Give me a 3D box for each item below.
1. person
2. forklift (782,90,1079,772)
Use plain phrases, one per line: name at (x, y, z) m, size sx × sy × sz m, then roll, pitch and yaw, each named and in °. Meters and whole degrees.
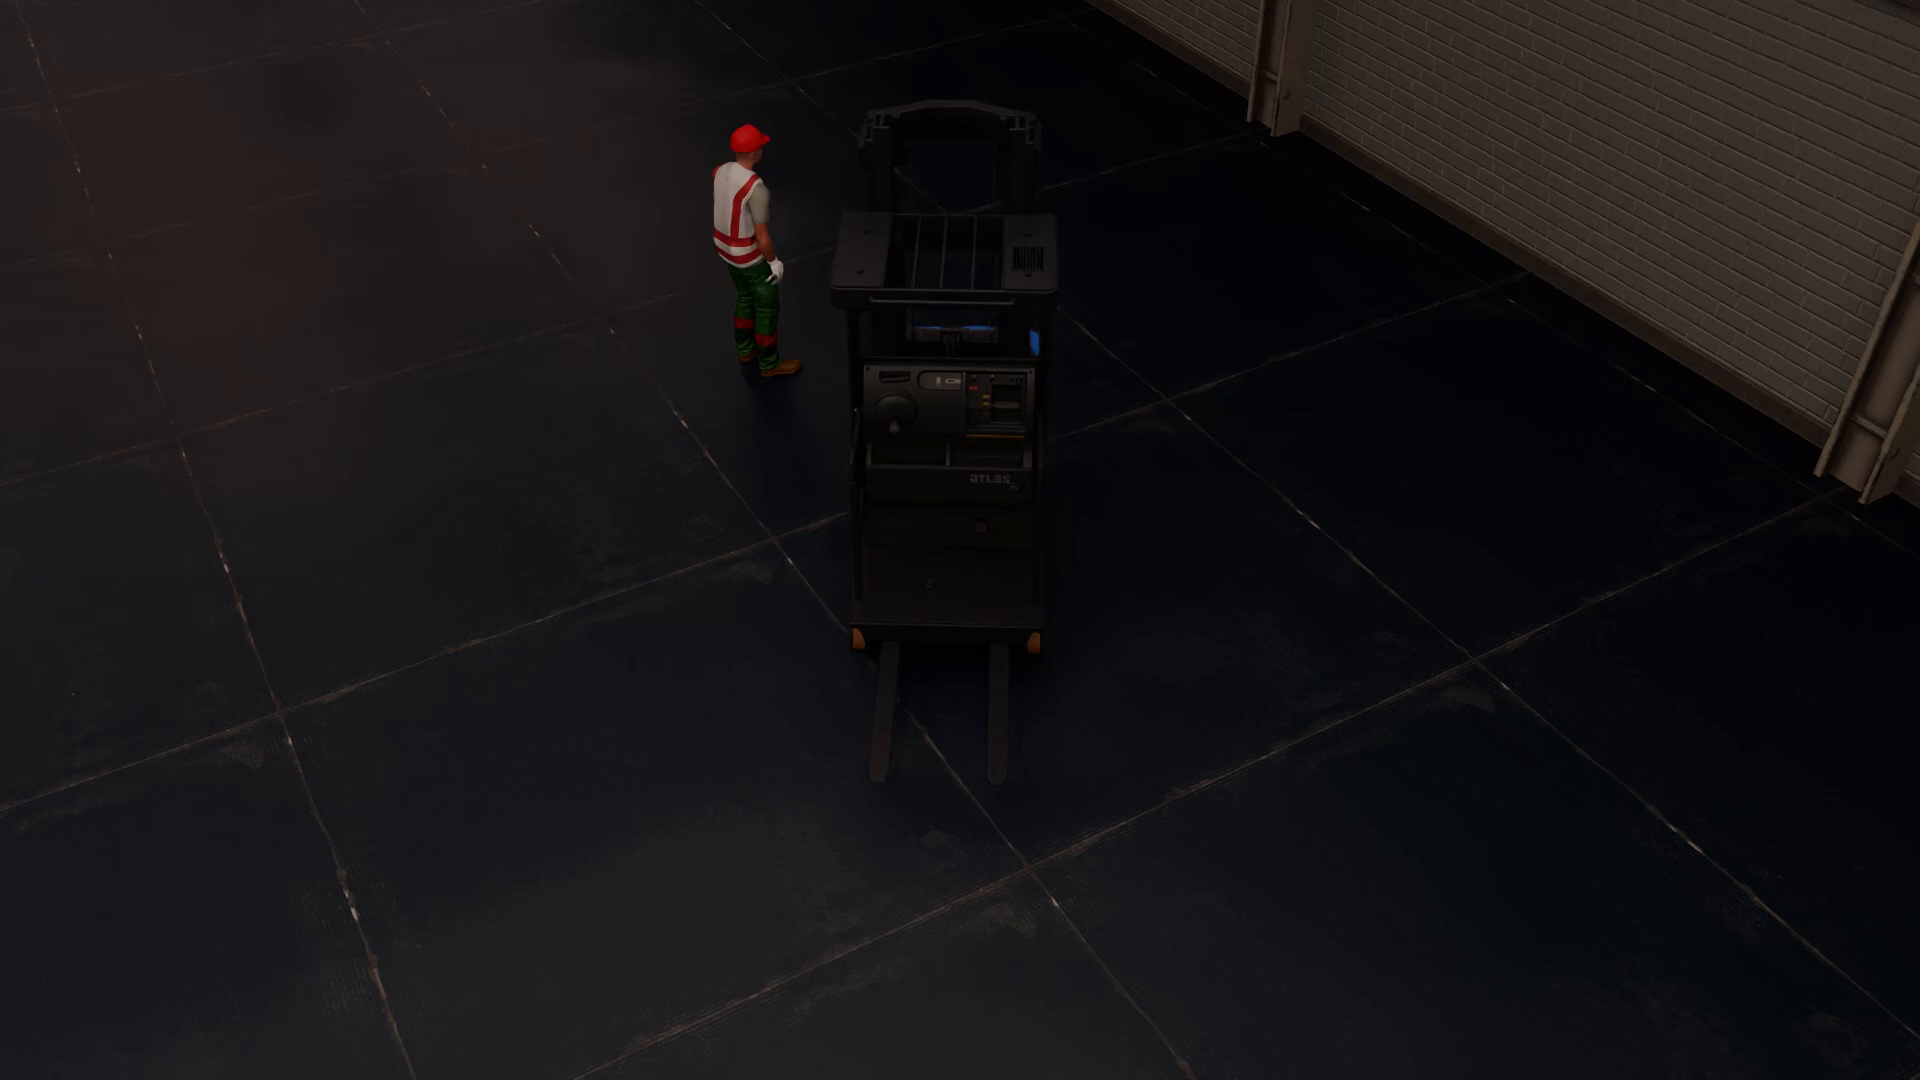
person at (-1.419, -1.966, 11.311) m, size 0.450 × 1.779 × 0.619 m, roll -28°, pitch 47°, yaw -30°
forklift at (-0.173, -0.754, 8.945) m, size 1.130 × 2.935 × 3.031 m, roll 11°, pitch 41°, yaw 13°
